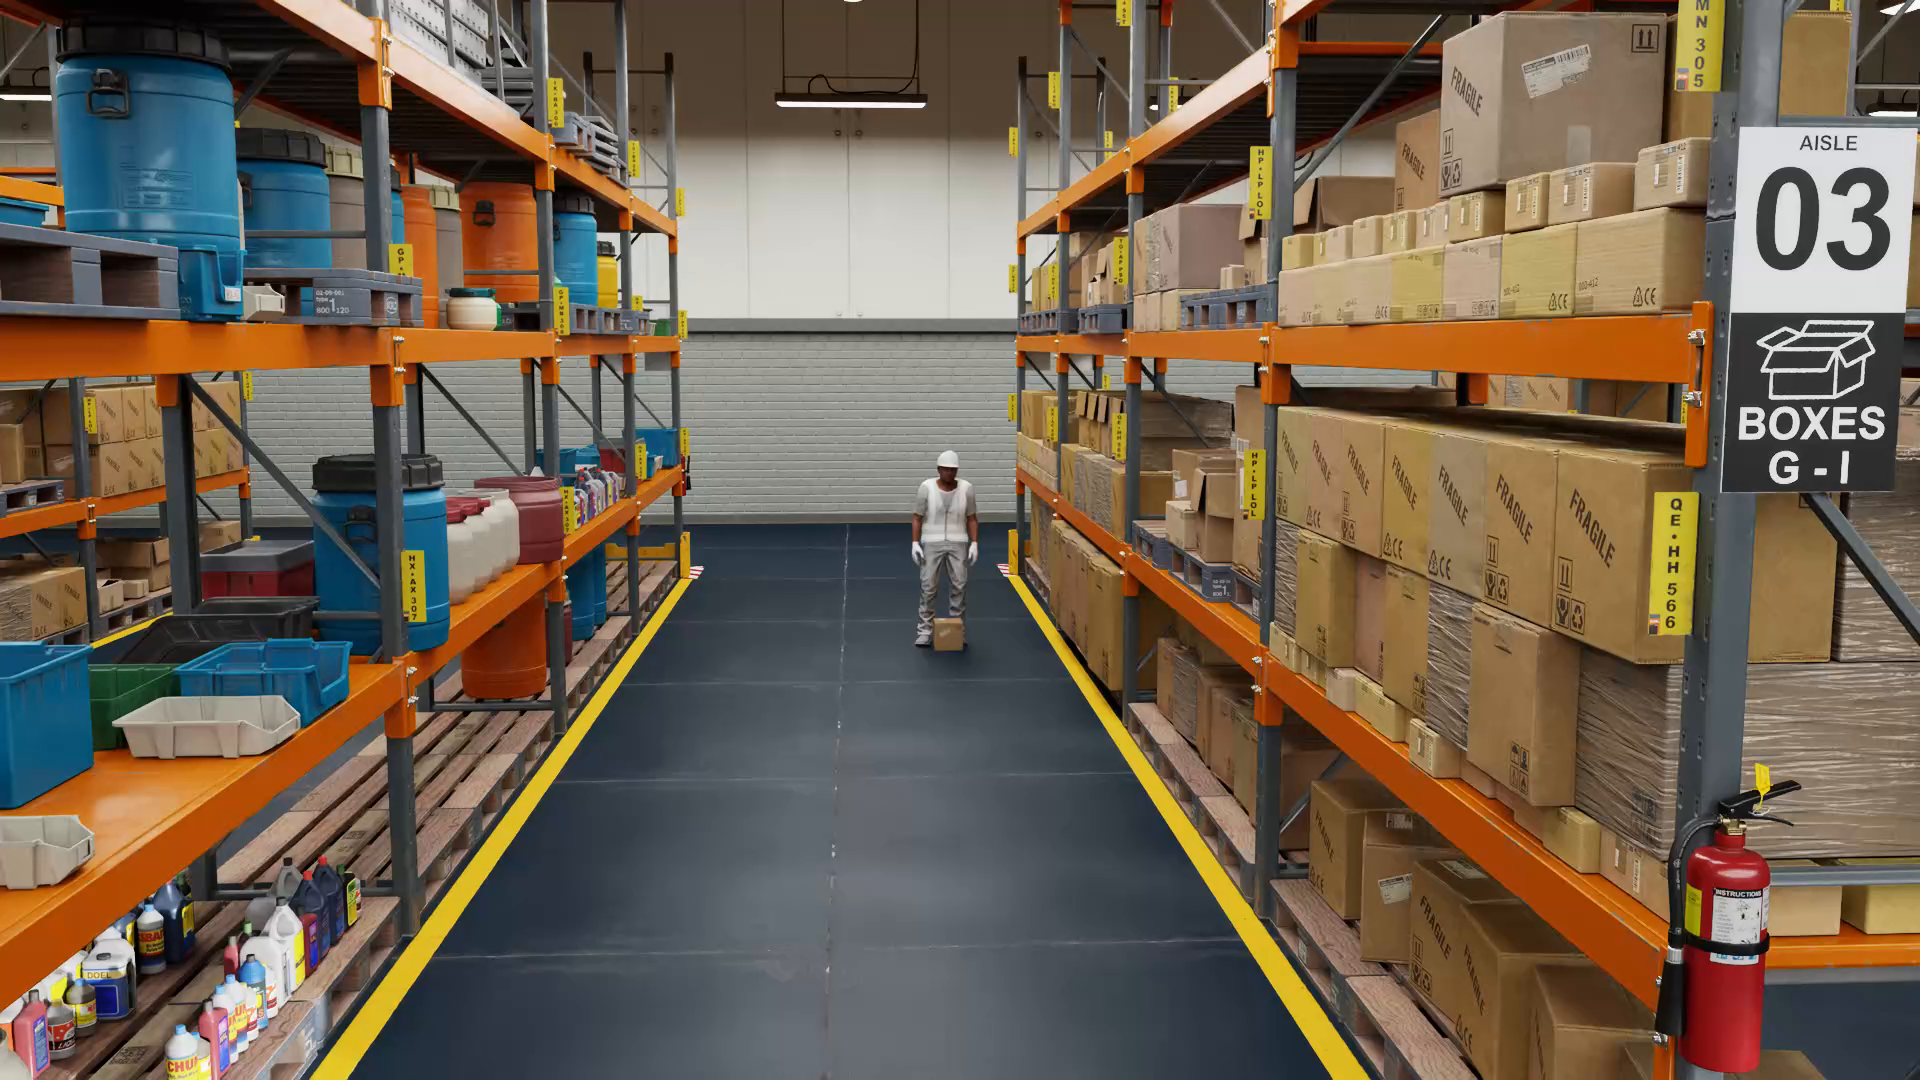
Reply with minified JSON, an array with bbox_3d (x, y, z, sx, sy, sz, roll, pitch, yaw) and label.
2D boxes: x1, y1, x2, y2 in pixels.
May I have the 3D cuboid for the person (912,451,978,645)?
[{"bbox_3d":[-0.136,0.069,15.117,0.615,1.772,0.452,-1,7,-6],"label":"person"}]
